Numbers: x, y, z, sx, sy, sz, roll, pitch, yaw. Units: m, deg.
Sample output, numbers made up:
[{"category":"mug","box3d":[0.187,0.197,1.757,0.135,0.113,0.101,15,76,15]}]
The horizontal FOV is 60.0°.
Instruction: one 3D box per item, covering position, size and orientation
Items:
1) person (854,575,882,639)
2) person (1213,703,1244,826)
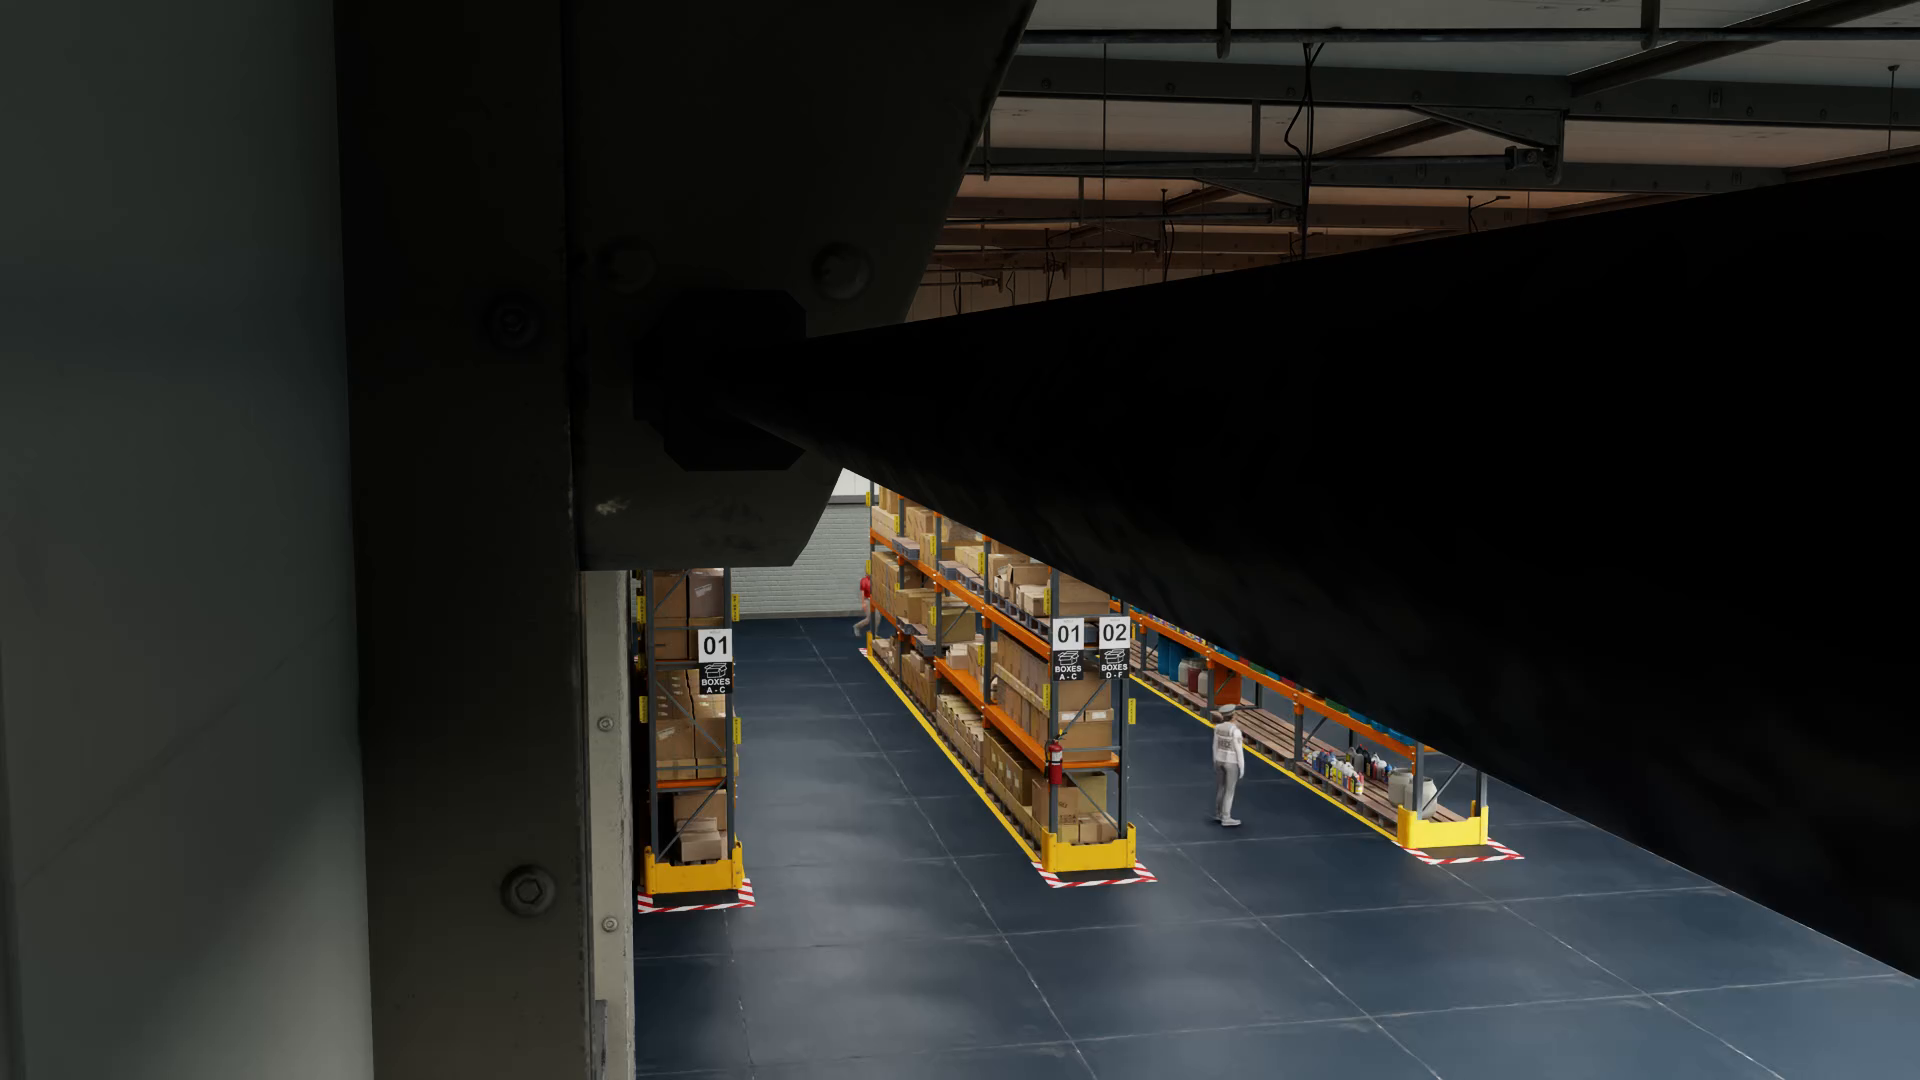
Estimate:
[{"category":"person","box3d":[-2.093,1.455,38.453,0.651,1.697,0.548,3,7,27]},{"category":"person","box3d":[3.749,3.119,22.981,0.407,1.721,0.535,-4,7,-35]}]
